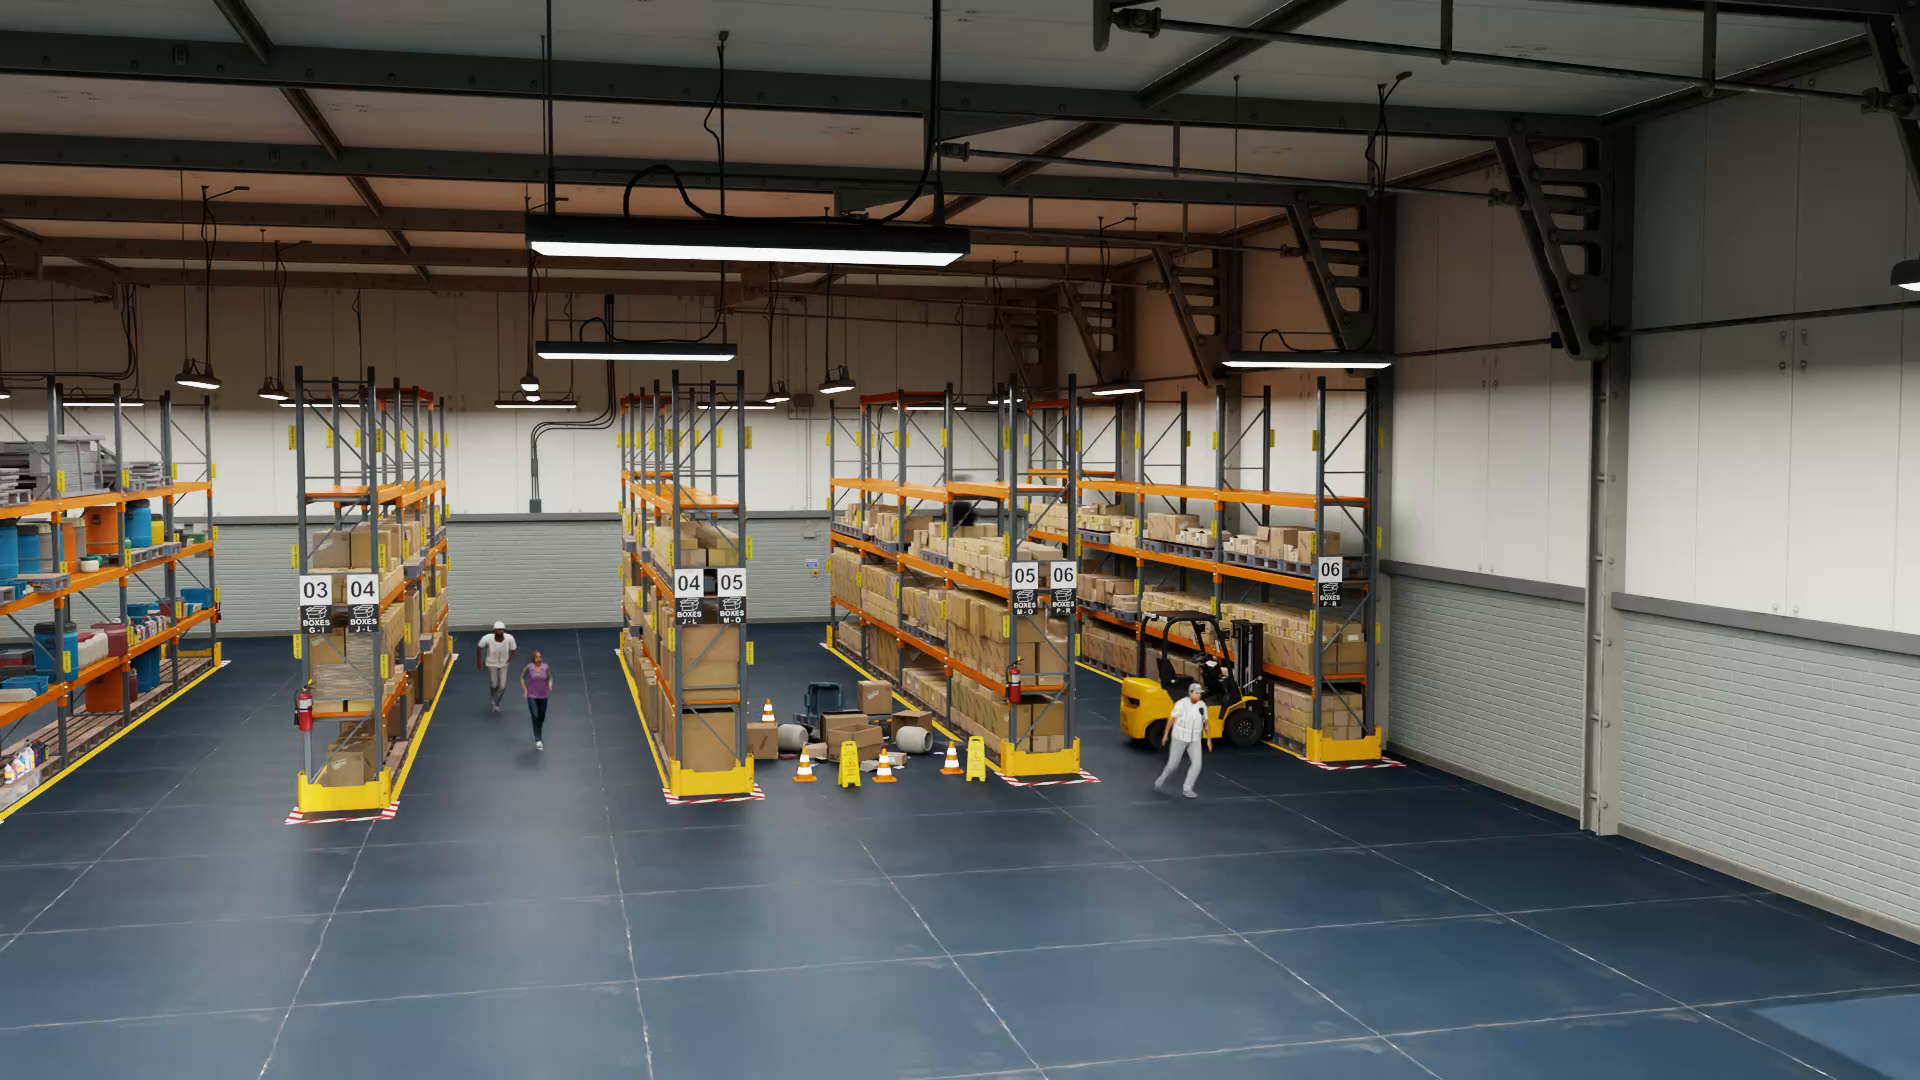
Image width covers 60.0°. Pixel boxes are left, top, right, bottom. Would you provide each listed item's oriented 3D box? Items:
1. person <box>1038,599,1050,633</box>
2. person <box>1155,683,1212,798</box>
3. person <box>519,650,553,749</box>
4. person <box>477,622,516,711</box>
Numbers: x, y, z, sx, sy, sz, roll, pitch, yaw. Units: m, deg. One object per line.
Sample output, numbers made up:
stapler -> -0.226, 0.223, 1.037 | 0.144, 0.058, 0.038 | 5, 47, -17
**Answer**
person -> 1.695, 2.070, 34.732 | 0.638, 1.737, 0.681 | -3, 4, -38
person -> 3.166, 2.797, 23.486 | 0.665, 1.605, 0.708 | -1, 4, -18
person -> -6.965, 2.589, 27.331 | 0.519, 1.598, 0.840 | -2, 4, -25
person -> -8.521, 2.327, 30.657 | 0.680, 1.671, 0.691 | -2, 4, -30
